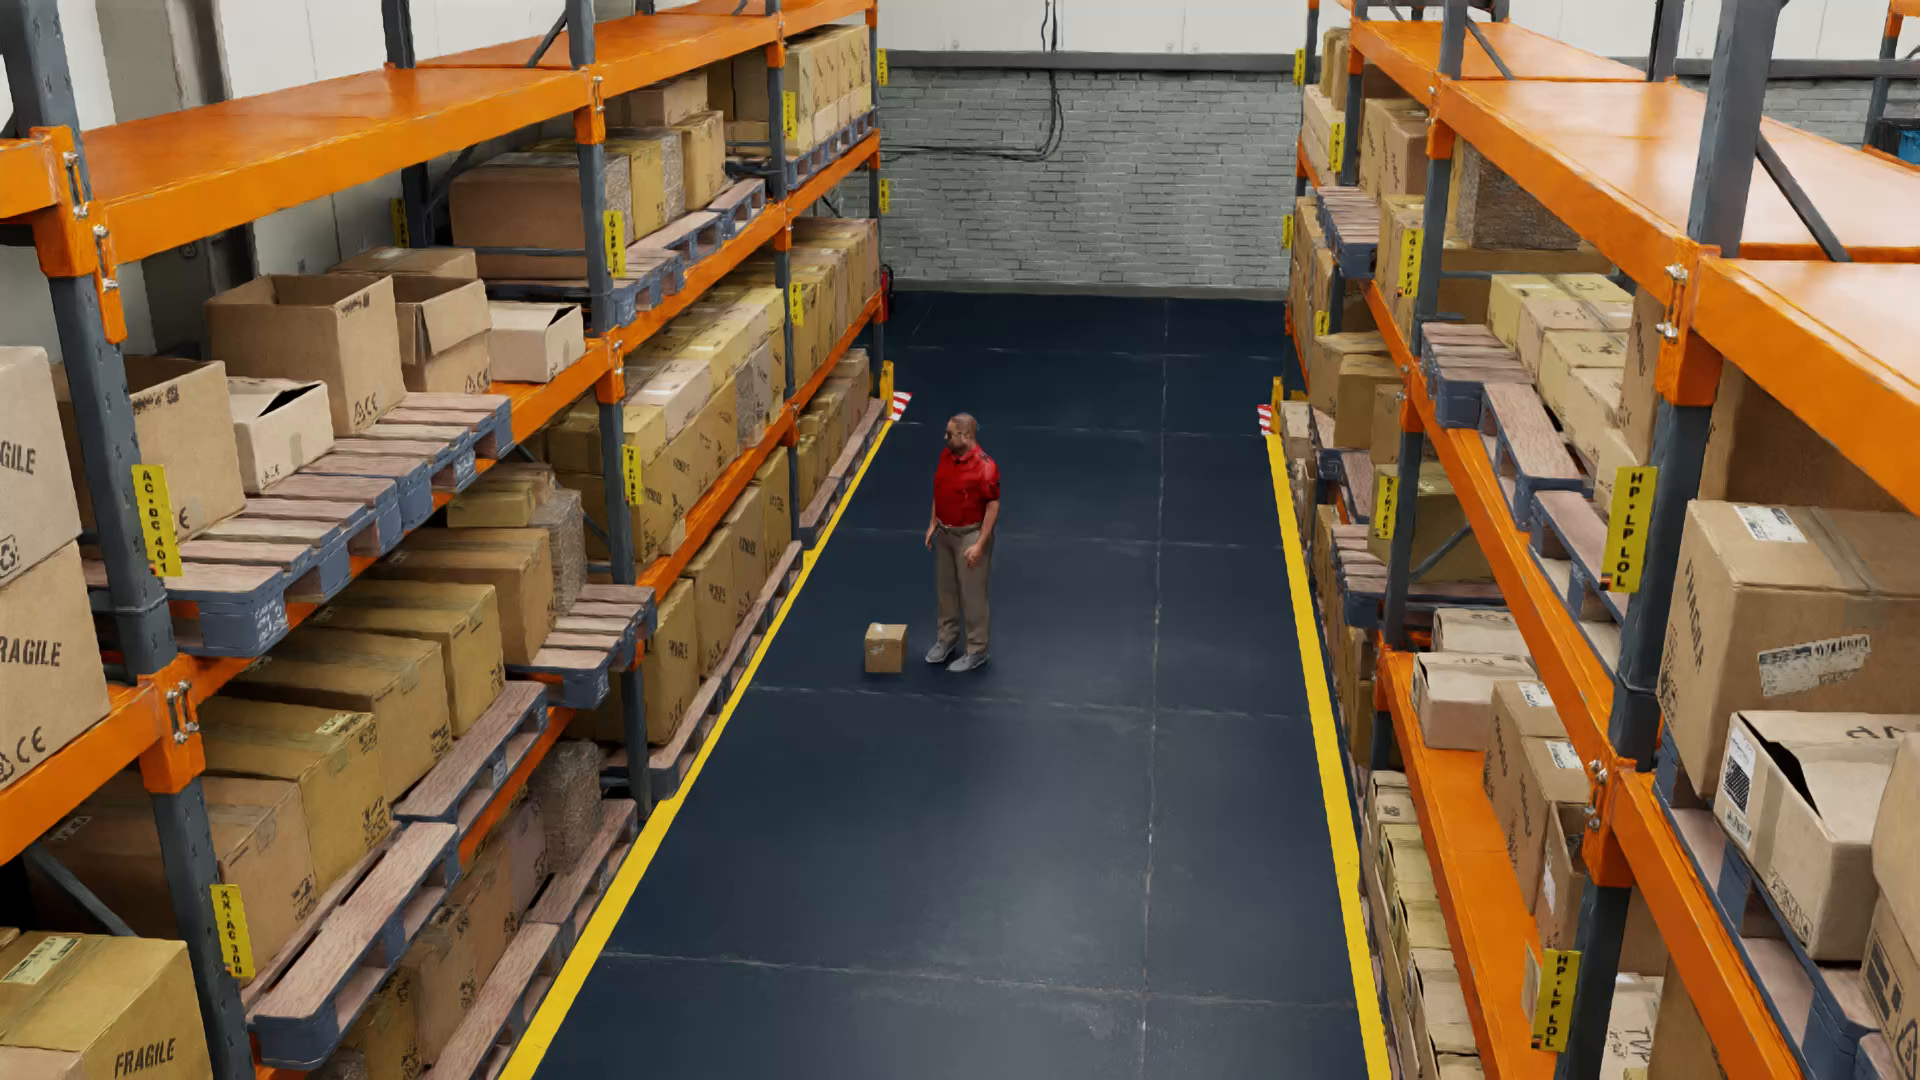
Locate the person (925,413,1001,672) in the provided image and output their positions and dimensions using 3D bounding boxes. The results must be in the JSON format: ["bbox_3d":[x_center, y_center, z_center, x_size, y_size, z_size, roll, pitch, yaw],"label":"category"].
[{"bbox_3d":[-0.013,0.019,11.063,0.430,1.783,0.588,-17,27,-37],"label":"person"}]
